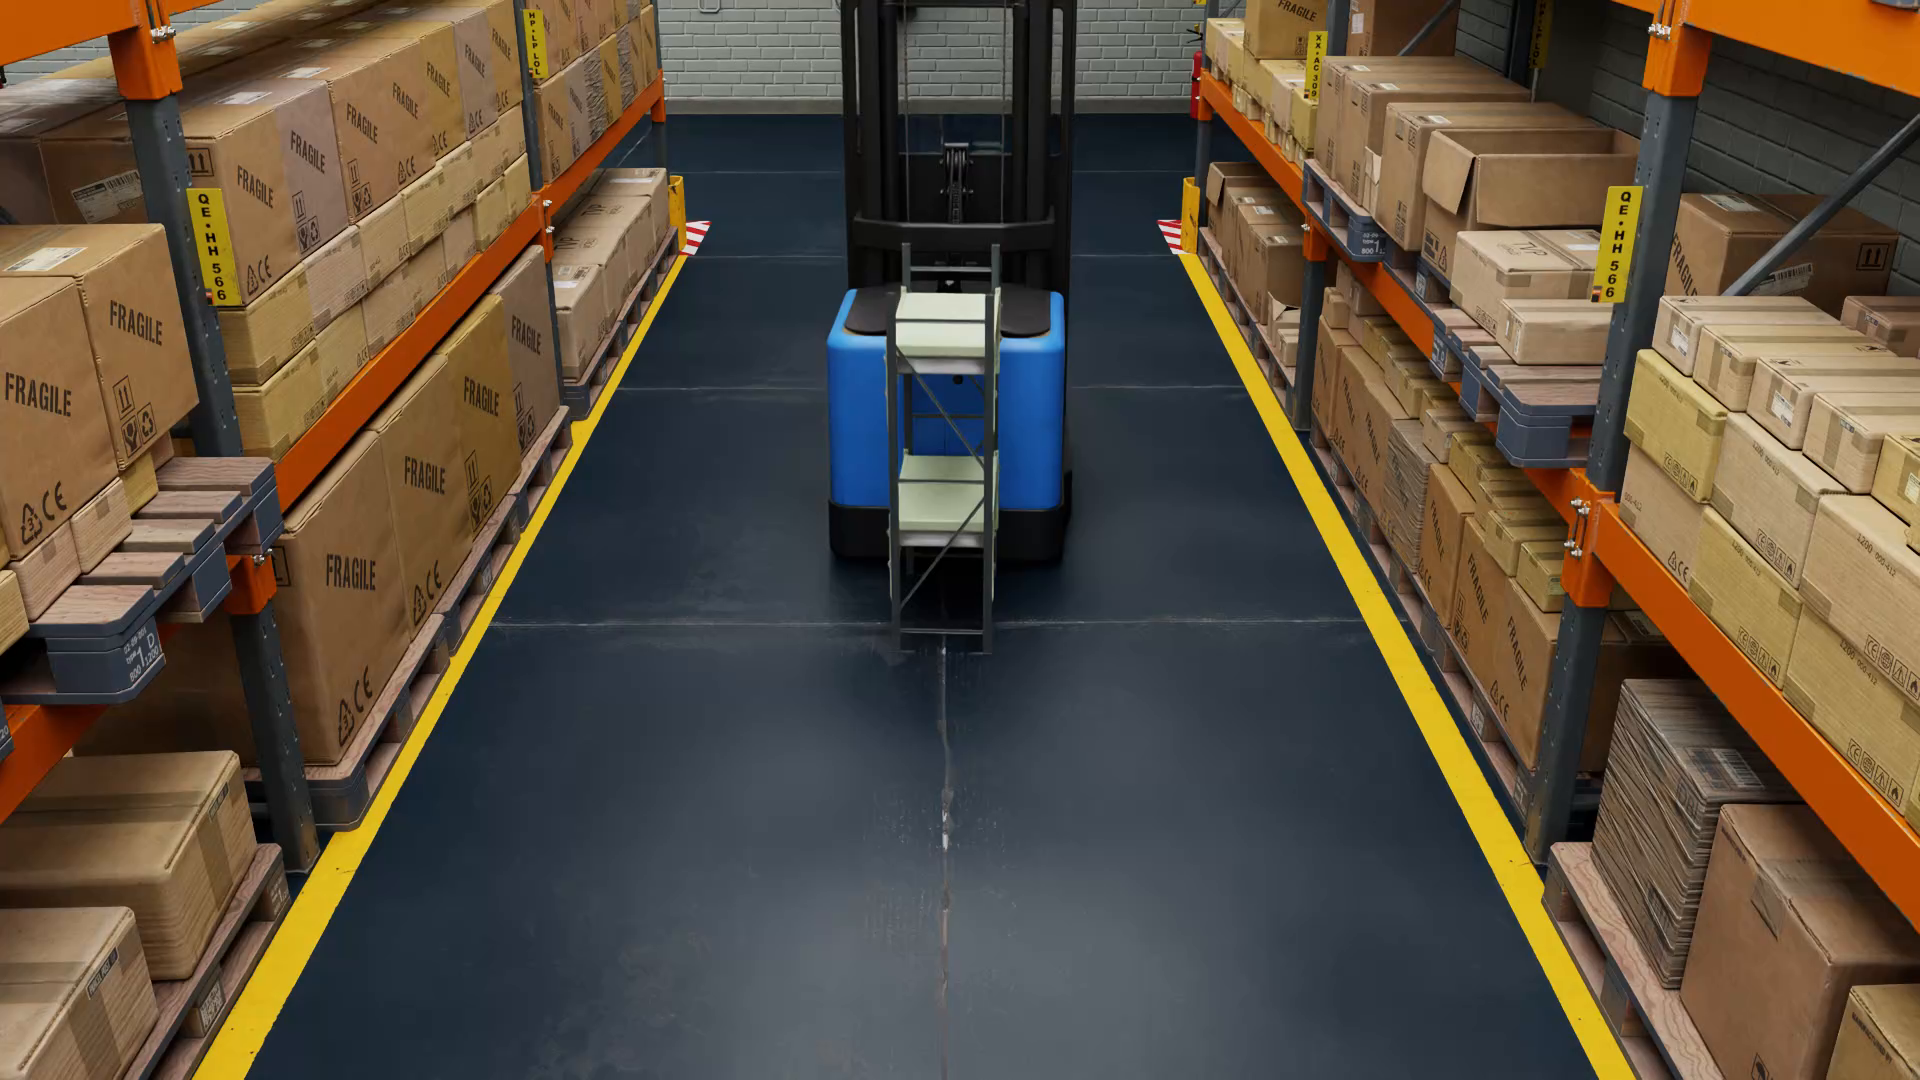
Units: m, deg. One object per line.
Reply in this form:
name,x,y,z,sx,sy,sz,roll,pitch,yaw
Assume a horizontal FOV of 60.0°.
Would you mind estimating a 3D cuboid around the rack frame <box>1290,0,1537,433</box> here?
rack frame,2.320,-1.979,8.485,1.000,3.000,0.127,0,24,-1

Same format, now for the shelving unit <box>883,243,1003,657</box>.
shelving unit,-0.056,-0.372,6.753,0.431,1.500,0.755,1,24,3

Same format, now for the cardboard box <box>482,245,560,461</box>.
cardboard box,-2.556,-0.923,8.220,0.875,0.875,0.875,0,24,1

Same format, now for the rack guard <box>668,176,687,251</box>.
rack guard,-2.687,-2.474,12.614,1.175,0.500,0.348,0,24,-1

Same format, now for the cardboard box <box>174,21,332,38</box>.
cardboard box,-2.890,-1.857,6.882,0.500,0.500,0.500,-1,24,-2

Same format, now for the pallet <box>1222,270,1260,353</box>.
pallet,2.298,-1.495,10.800,1.003,0.211,1.213,0,24,-1

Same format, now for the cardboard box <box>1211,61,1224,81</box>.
cardboard box,2.006,-3.376,11.879,0.380,0.149,0.250,0,24,-1

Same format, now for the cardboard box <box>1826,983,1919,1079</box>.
cardboard box,2.380,1.364,3.467,0.875,0.625,0.625,-1,24,-3

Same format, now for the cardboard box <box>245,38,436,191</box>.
cardboard box,-2.368,-1.638,6.397,0.500,0.500,0.500,0,24,0

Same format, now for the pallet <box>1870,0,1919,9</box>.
pallet,2.461,-1.332,3.644,1.213,0.211,1.003,1,24,2

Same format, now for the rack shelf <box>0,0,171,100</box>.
rack shelf,-2.578,-0.522,2.496,1.077,0.370,4.000,0,24,-1

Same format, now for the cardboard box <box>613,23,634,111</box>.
cardboard box,-2.411,-3.032,10.694,0.500,0.500,0.500,0,24,1

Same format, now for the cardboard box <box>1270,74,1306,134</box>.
cardboard box,2.050,-2.461,9.373,0.500,0.250,0.500,0,24,0

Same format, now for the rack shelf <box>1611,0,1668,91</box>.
rack shelf,2.342,-2.194,6.193,1.077,0.370,4.000,0,24,-1

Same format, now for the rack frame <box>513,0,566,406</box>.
rack frame,-2.643,-1.955,8.433,1.000,3.000,0.127,0,24,-1

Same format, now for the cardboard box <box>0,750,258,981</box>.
cardboard box,-2.603,0.932,4.728,0.950,0.372,0.625,-2,24,-4

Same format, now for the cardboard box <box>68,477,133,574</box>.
cardboard box,-2.238,-0.036,3.985,0.380,0.149,0.250,0,24,-1

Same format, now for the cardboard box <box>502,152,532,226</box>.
cardboard box,-2.386,-1.703,8.057,0.500,0.250,0.500,-1,24,-2

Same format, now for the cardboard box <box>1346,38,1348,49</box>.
cardboard box,2.552,-3.089,10.762,0.500,0.250,0.500,1,24,1

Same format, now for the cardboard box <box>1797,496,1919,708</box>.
cardboard box,2.116,0.116,3.429,0.500,0.250,0.500,-1,24,-2

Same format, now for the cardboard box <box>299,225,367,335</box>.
cardboard box,-2.363,-0.889,5.651,0.500,0.250,0.500,0,24,1

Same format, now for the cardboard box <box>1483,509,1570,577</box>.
cardboard box,2.071,0.007,5.832,0.380,0.149,0.250,-1,24,-3

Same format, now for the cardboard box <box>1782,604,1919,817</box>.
cardboard box,2.138,0.341,3.538,0.500,0.250,0.500,-1,24,-2

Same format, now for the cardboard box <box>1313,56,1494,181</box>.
cardboard box,2.102,-2.015,7.935,0.700,0.500,0.500,0,24,1

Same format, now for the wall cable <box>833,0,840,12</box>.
wall cable,-1.354,-6.401,17.030,0.588,1.984,0.122,0,24,-1

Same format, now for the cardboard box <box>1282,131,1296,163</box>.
cardboard box,2.013,-2.209,9.299,0.380,0.149,0.250,0,24,1

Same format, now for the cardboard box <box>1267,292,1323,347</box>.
cardboard box,2.017,-1.300,9.792,0.396,0.266,0.258,1,24,1

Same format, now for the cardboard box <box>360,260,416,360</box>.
cardboard box,-2.376,-0.869,6.213,0.500,0.250,0.500,1,24,1

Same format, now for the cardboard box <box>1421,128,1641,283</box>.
cardboard box,2.161,-1.241,6.219,0.797,0.503,0.637,-1,24,-2

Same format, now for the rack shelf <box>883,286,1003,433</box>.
rack shelf,-0.056,-0.728,6.592,0.431,0.370,0.720,1,24,3

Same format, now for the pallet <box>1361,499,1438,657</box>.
pallet,2.383,0.131,7.205,1.003,0.211,1.213,0,24,-1

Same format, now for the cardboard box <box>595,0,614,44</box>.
cardboard box,-2.403,-3.281,10.029,0.500,0.500,0.500,0,24,-1

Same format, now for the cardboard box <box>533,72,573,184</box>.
cardboard box,-2.386,-2.195,8.842,0.500,0.500,0.500,1,24,1

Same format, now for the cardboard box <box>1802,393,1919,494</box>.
cardboard box,2.121,-0.216,3.678,0.380,0.149,0.250,0,24,0

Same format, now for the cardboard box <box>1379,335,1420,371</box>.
cardboard box,2.169,-0.845,7.716,0.380,0.149,0.250,-1,24,-1

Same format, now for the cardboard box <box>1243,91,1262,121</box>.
cardboard box,1.993,-2.737,10.465,0.380,0.149,0.250,0,24,1

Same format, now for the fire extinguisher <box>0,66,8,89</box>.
fire extinguisher,-7.177,-3.440,12.263,0.296,0.674,0.183,0,24,-1

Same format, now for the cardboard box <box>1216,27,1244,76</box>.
cardboard box,2.018,-3.298,11.224,0.500,0.250,0.500,0,24,0

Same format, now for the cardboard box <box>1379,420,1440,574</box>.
cardboard box,2.117,-0.192,7.059,0.500,0.500,0.500,-1,24,-2

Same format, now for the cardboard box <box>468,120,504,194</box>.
cardboard box,-2.382,-1.728,7.506,0.500,0.250,0.500,0,24,1

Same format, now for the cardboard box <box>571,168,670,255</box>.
cardboard box,-2.580,-2.356,11.918,0.875,0.438,0.875,-1,24,-2

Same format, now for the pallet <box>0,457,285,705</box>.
pallet,-2.485,0.074,4.180,1.213,0.211,1.003,0,24,-1

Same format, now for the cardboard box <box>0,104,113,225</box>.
cardboard box,-2.867,-1.020,5.030,0.500,0.500,0.500,-1,24,-2

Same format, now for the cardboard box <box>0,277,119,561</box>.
cardboard box,-2.300,-0.280,3.738,0.500,0.500,0.500,-1,24,-1

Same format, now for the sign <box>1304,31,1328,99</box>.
sign,1.778,-2.368,8.295,0.100,0.325,0.005,0,24,-1

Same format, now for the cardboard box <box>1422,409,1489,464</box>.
cardboard box,2.119,-0.427,6.792,0.380,0.149,0.250,-1,24,-3

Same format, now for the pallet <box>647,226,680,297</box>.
pallet,-2.600,-2.004,11.924,1.003,0.211,1.213,0,24,-1

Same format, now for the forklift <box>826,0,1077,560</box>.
forklift,0.007,-1.812,8.199,1.130,2.935,3.031,1,24,3

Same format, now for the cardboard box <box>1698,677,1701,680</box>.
cardboard box,2.640,0.442,5.656,0.500,0.500,0.500,1,24,1

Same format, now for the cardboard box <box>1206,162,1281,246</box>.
cardboard box,2.189,-2.429,11.999,0.797,0.503,0.637,-1,24,-3
